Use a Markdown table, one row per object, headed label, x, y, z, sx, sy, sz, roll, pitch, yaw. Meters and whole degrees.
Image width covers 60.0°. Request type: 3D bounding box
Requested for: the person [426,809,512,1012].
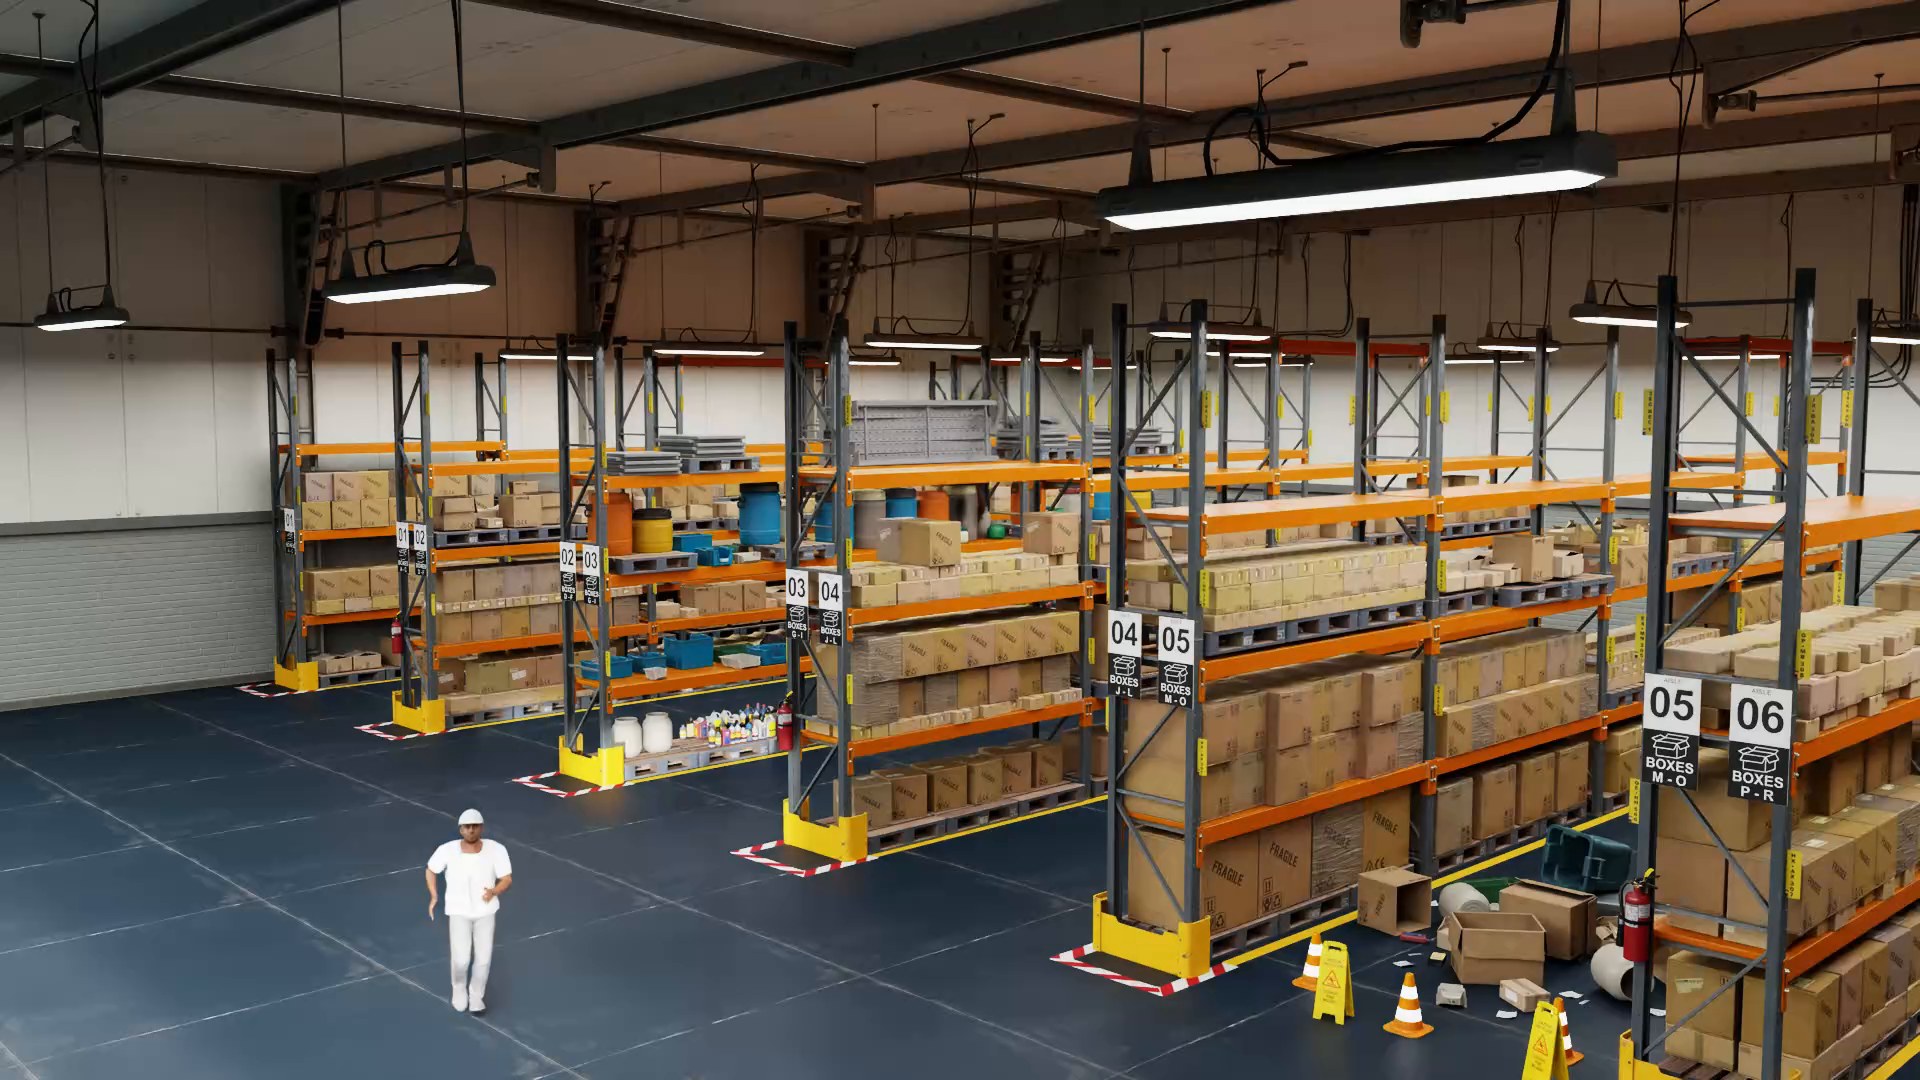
| label | x | y | z | sx | sy | sz | roll | pitch | yaw |
| --- | --- | --- | --- | --- | --- | --- | --- | --- | --- |
| person | -4.056 | 3.095 | 13.794 | 0.683 | 1.726 | 0.634 | -2 | 5 | -20 |
